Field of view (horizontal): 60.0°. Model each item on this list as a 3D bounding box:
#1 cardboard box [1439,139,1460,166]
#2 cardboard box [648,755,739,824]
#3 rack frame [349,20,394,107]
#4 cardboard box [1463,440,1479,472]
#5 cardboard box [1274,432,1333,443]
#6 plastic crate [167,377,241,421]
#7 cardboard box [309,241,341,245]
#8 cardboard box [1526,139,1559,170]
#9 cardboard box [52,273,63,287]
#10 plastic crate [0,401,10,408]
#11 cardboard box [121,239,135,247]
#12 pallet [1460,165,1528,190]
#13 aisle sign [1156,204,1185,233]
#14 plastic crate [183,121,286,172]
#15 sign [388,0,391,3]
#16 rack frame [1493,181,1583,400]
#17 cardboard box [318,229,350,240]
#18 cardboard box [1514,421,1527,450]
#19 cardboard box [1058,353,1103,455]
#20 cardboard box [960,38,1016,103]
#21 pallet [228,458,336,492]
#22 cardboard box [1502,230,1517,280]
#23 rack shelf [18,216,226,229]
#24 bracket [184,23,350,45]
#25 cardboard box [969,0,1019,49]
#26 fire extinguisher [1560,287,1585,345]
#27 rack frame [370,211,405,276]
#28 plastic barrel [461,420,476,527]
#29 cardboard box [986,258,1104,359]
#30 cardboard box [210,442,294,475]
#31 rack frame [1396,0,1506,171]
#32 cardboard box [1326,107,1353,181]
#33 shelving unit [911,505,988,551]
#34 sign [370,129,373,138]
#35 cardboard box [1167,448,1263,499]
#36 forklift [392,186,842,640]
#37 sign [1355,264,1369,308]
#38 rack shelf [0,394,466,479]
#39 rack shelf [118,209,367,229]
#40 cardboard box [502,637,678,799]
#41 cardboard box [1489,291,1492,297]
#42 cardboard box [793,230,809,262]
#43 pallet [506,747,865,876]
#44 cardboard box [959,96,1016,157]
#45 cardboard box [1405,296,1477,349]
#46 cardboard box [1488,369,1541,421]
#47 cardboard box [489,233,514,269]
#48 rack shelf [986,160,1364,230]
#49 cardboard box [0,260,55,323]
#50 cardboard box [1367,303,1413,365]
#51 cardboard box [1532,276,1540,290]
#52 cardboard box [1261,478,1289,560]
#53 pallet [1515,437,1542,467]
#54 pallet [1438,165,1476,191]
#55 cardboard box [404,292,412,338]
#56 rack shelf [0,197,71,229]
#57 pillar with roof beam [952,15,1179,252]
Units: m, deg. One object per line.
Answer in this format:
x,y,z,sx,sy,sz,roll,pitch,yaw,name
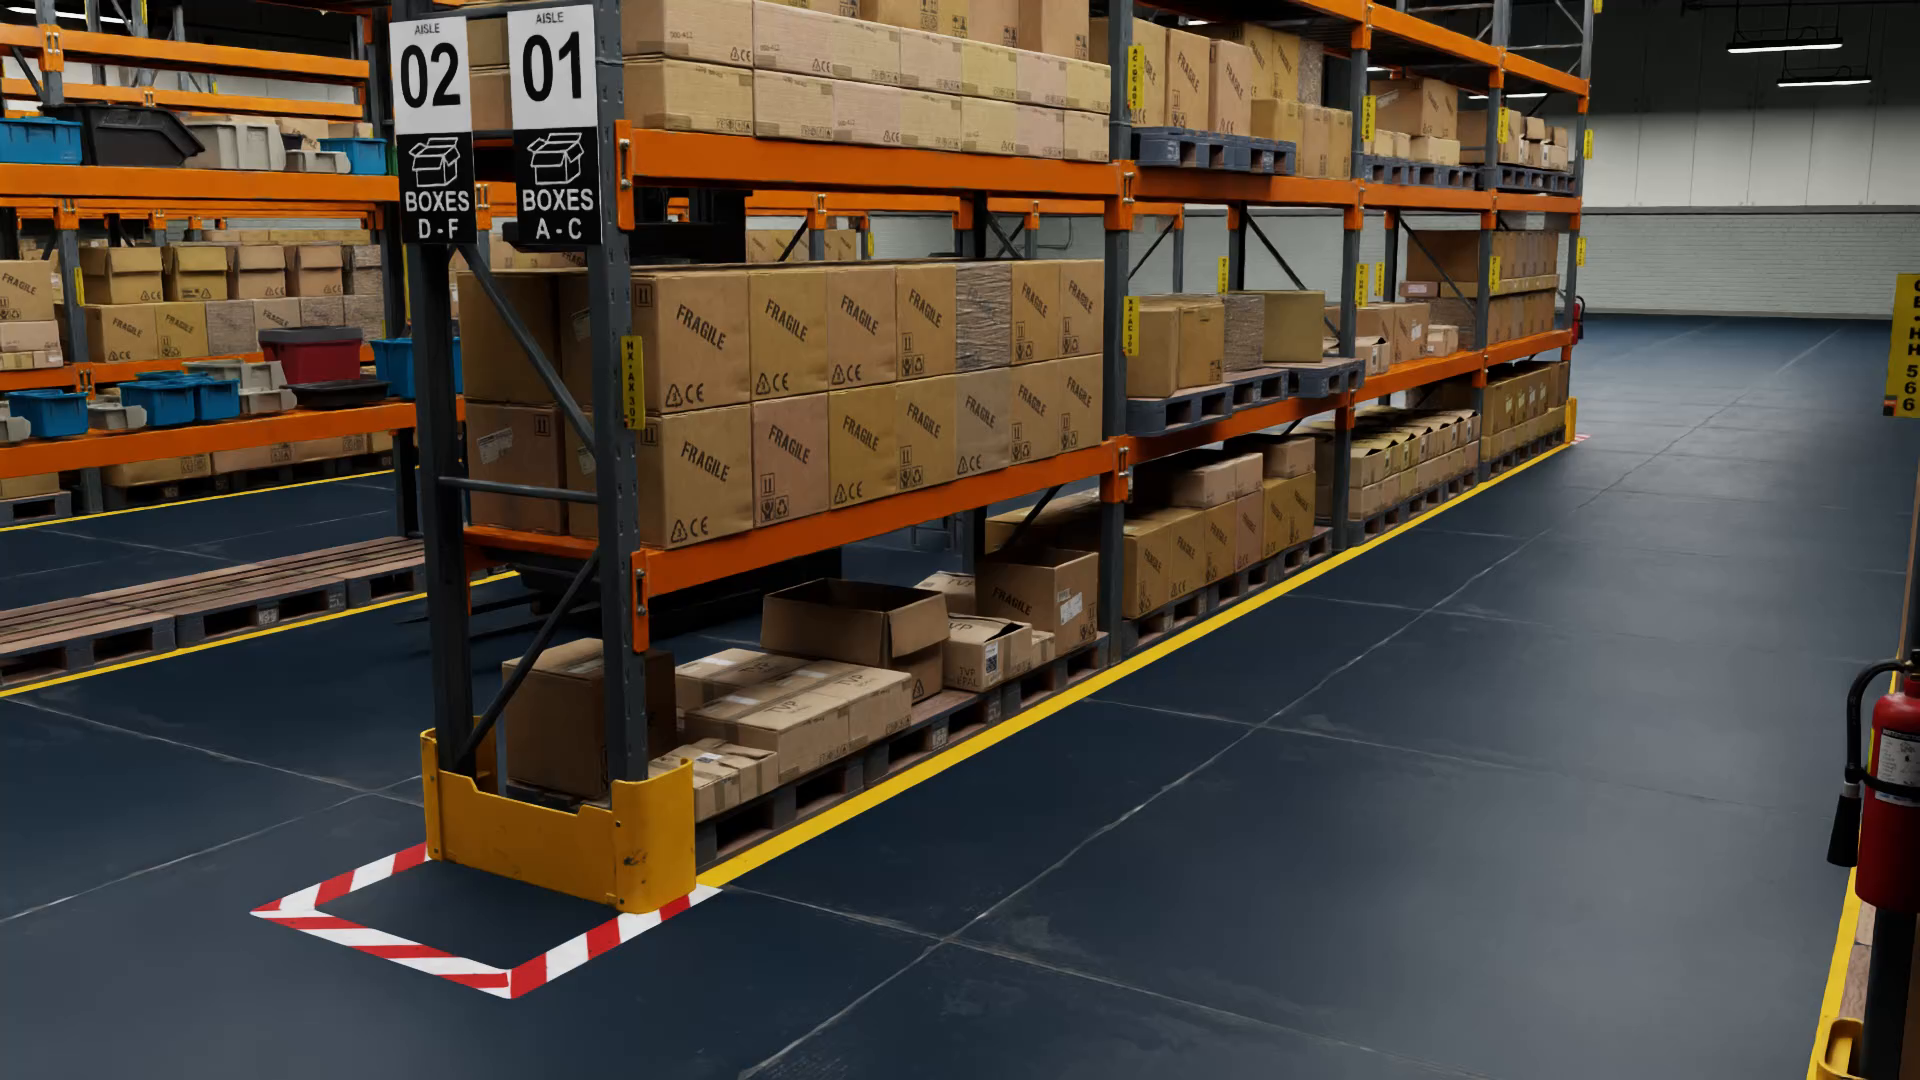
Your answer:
4.297,-3.573,15.415,0.500,0.250,0.500,8,13,37,cardboard box
-1.094,0.978,6.546,0.380,0.149,0.250,6,12,31,cardboard box
-10.233,-7.533,29.153,1.000,3.000,0.127,6,12,31,rack frame
4.657,-0.824,15.947,0.500,0.250,0.500,6,12,30,cardboard box
2.874,-0.751,14.037,0.500,0.311,0.500,6,12,30,cardboard box
-4.588,-0.857,10.087,0.416,0.233,0.300,6,12,31,plastic crate
-8.807,-3.800,22.525,0.700,0.500,0.500,6,12,31,cardboard box
6.040,-4.103,17.701,0.500,0.311,0.500,8,13,37,cardboard box
-10.370,-3.001,19.171,0.380,0.149,0.250,7,13,32,cardboard box
-5.405,-0.738,9.711,0.396,0.136,0.243,6,12,31,plastic crate
-12.703,-4.472,25.121,0.380,0.149,0.250,6,12,29,cardboard box
5.045,-3.629,16.691,1.003,0.211,1.213,6,12,31,pallet
2.761,-4.425,21.790,0.394,0.787,0.004,6,12,31,aisle sign
-4.422,-2.383,10.118,0.437,0.282,0.530,6,12,31,plastic crate
-2.069,-2.140,6.091,0.100,0.325,0.005,6,12,31,sign
6.701,-2.691,19.589,1.000,3.000,0.127,6,12,31,rack frame
-10.758,-5.001,28.134,0.700,0.500,0.500,6,12,30,cardboard box
5.653,-1.117,17.513,0.500,0.250,0.500,6,12,31,cardboard box
0.431,-0.749,8.948,0.500,0.500,0.500,7,12,32,cardboard box
-0.073,-2.191,7.816,0.500,0.250,0.500,6,12,31,cardboard box
-7.025,-0.701,16.539,1.003,0.211,1.213,6,12,31,pallet
5.372,-2.977,17.322,0.700,0.500,0.500,6,12,31,cardboard box
-15.516,-5.864,30.345,1.077,0.370,4.000,6,12,31,rack shelf
-13.744,-10.192,33.573,0.076,0.066,4.783,6,12,31,bracket
-0.129,-2.673,8.356,0.700,0.500,0.500,6,12,31,cardboard box
7.160,-2.627,19.459,0.296,0.674,0.183,6,12,31,fire extinguisher
-5.917,-2.379,17.927,1.000,3.000,0.127,6,12,31,rack frame
-3.463,-0.536,12.642,0.600,0.901,0.708,6,12,31,plastic barrel
0.430,-1.240,8.850,0.500,0.500,0.500,6,12,31,cardboard box
-7.215,-1.156,16.023,1.225,0.875,0.875,6,12,29,cardboard box
4.625,-5.010,15.677,1.000,3.000,0.127,6,12,31,rack frame
2.350,-2.884,12.200,0.910,0.500,0.500,6,12,31,cardboard box
-0.086,-1.006,13.036,0.431,2.100,0.503,6,12,31,shelving unit
-4.229,-2.809,12.045,0.100,0.325,0.005,6,12,31,sign
1.710,-0.449,11.173,0.500,0.250,0.500,6,12,30,cardboard box
-2.109,-0.932,10.384,1.130,2.935,3.031,8,13,37,forklift
3.017,-1.912,12.501,0.100,0.325,0.005,6,12,31,sign
-4.799,-0.609,10.426,1.077,0.370,4.000,6,12,31,rack shelf
-9.065,-4.305,22.014,1.077,0.370,4.000,6,12,31,rack shelf
-1.534,0.729,6.920,0.500,0.500,0.500,6,12,31,cardboard box
5.060,-2.493,16.498,0.380,0.149,0.250,7,12,32,cardboard box
-2.354,-4.057,23.089,0.500,0.500,0.500,6,12,31,cardboard box
-1.153,1.059,7.139,1.003,0.211,1.213,6,12,31,pallet
-0.075,-1.945,7.863,0.500,0.250,0.500,6,12,31,cardboard box
4.850,-2.181,16.596,0.700,0.500,0.500,6,12,29,cardboard box
5.910,-1.564,17.865,0.500,0.500,0.500,6,12,31,cardboard box
-7.222,-4.327,24.988,0.875,0.550,0.550,6,12,31,cardboard box
1.510,-2.239,10.979,1.077,0.370,4.000,6,12,31,rack shelf
-8.003,-2.094,13.962,0.500,0.500,0.500,7,13,32,cardboard box
3.679,-1.830,14.720,0.500,0.500,0.500,6,12,31,cardboard box
6.130,-2.818,18.236,0.380,0.149,0.250,7,13,32,cardboard box
1.994,-0.169,11.718,0.500,0.500,0.500,6,12,29,cardboard box
5.706,-1.005,18.161,1.003,0.211,1.213,6,12,31,pallet
4.178,-3.302,15.223,0.805,0.209,1.217,6,12,28,pallet
-5.961,-2.327,17.377,0.500,0.500,0.500,7,13,32,cardboard box
-9.032,-2.557,12.677,1.077,0.370,4.000,6,12,31,rack shelf
3.646,-12.290,54.563,9.100,9.000,0.548,6,12,31,pillar with roof beam
